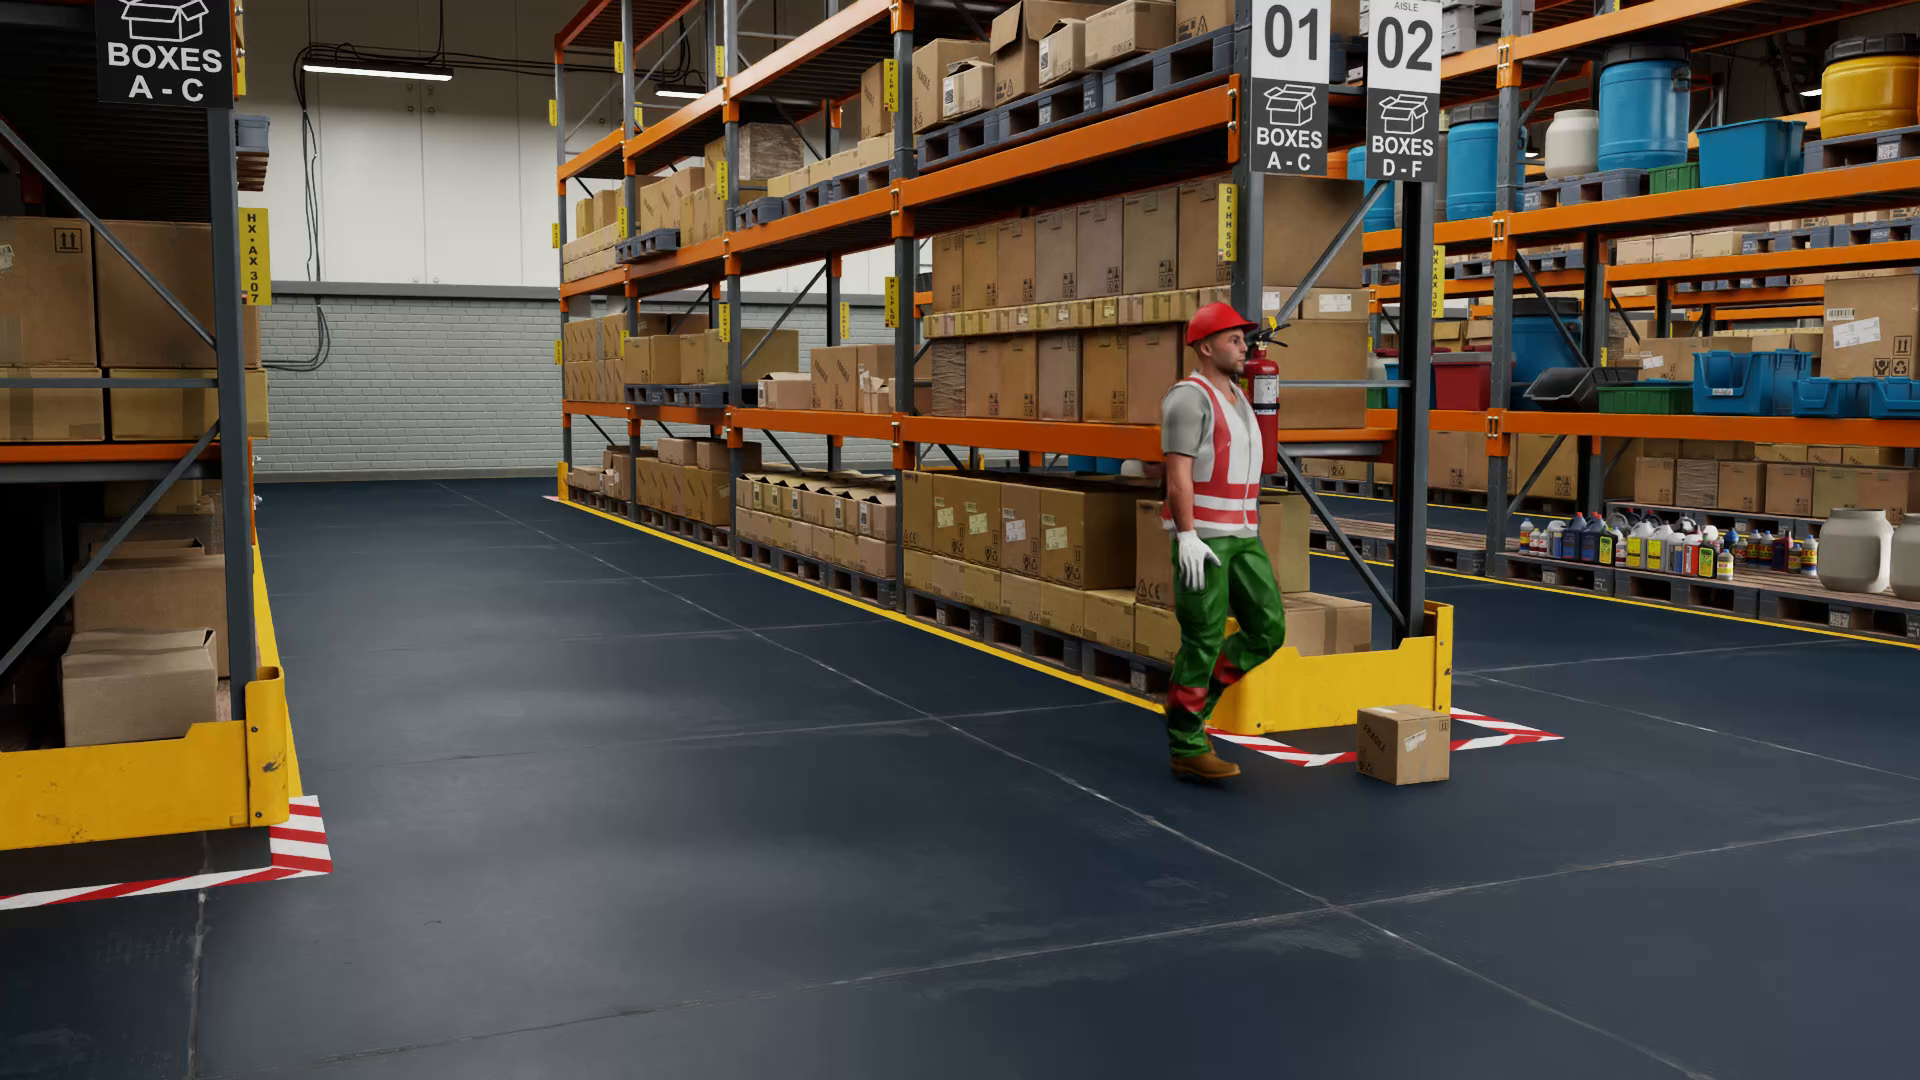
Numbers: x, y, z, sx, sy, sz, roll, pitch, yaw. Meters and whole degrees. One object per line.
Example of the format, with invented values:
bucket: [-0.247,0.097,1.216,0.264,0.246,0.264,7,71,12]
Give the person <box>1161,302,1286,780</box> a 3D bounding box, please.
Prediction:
person: [0.959,-0.003,6.317,0.479,1.786,0.568,4,7,39]
